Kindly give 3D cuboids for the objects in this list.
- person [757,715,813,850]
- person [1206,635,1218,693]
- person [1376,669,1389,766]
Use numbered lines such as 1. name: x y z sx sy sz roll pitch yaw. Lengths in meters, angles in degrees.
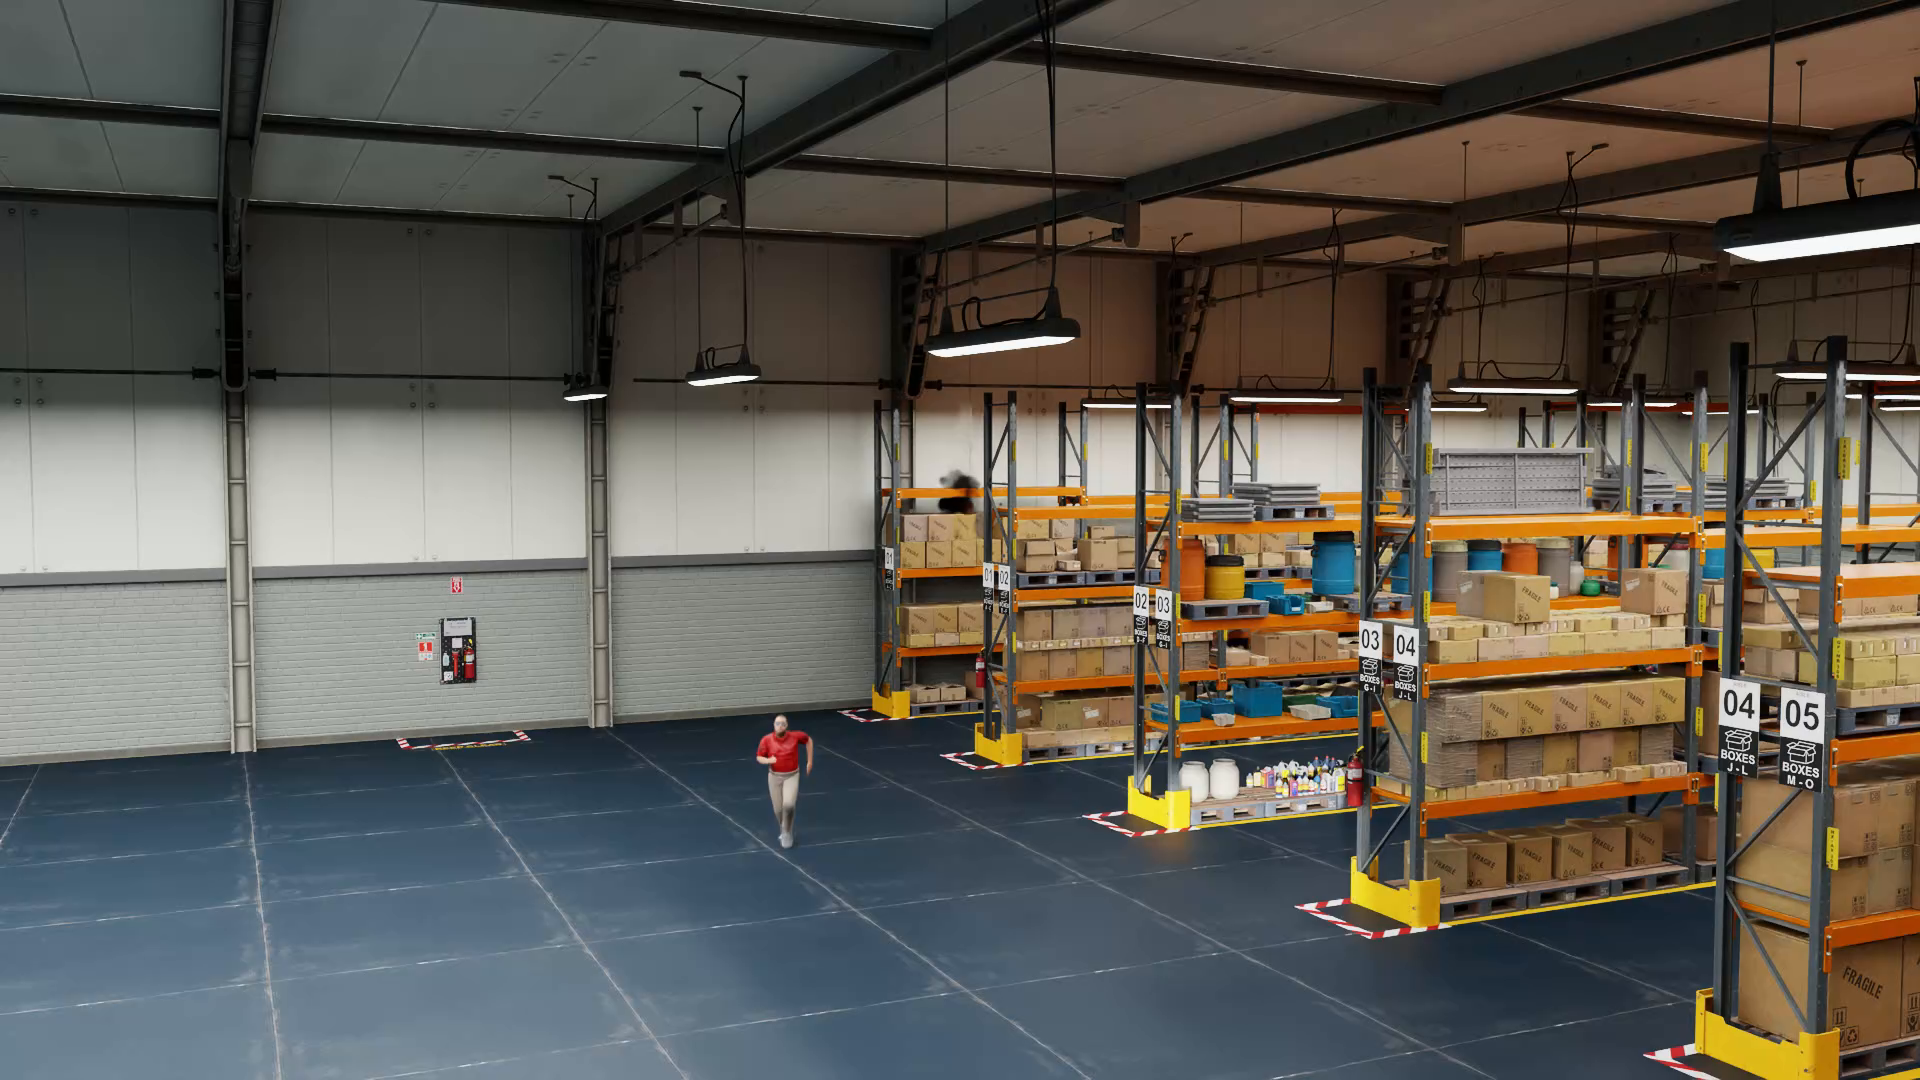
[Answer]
1. person: -2.240 3.076 21.228 0.693 1.727 0.833 0 3 0
2. person: 4.888 2.568 31.443 0.598 1.554 0.522 -3 4 -37
3. person: 6.642 2.807 26.582 0.505 1.621 0.570 -1 4 -19
